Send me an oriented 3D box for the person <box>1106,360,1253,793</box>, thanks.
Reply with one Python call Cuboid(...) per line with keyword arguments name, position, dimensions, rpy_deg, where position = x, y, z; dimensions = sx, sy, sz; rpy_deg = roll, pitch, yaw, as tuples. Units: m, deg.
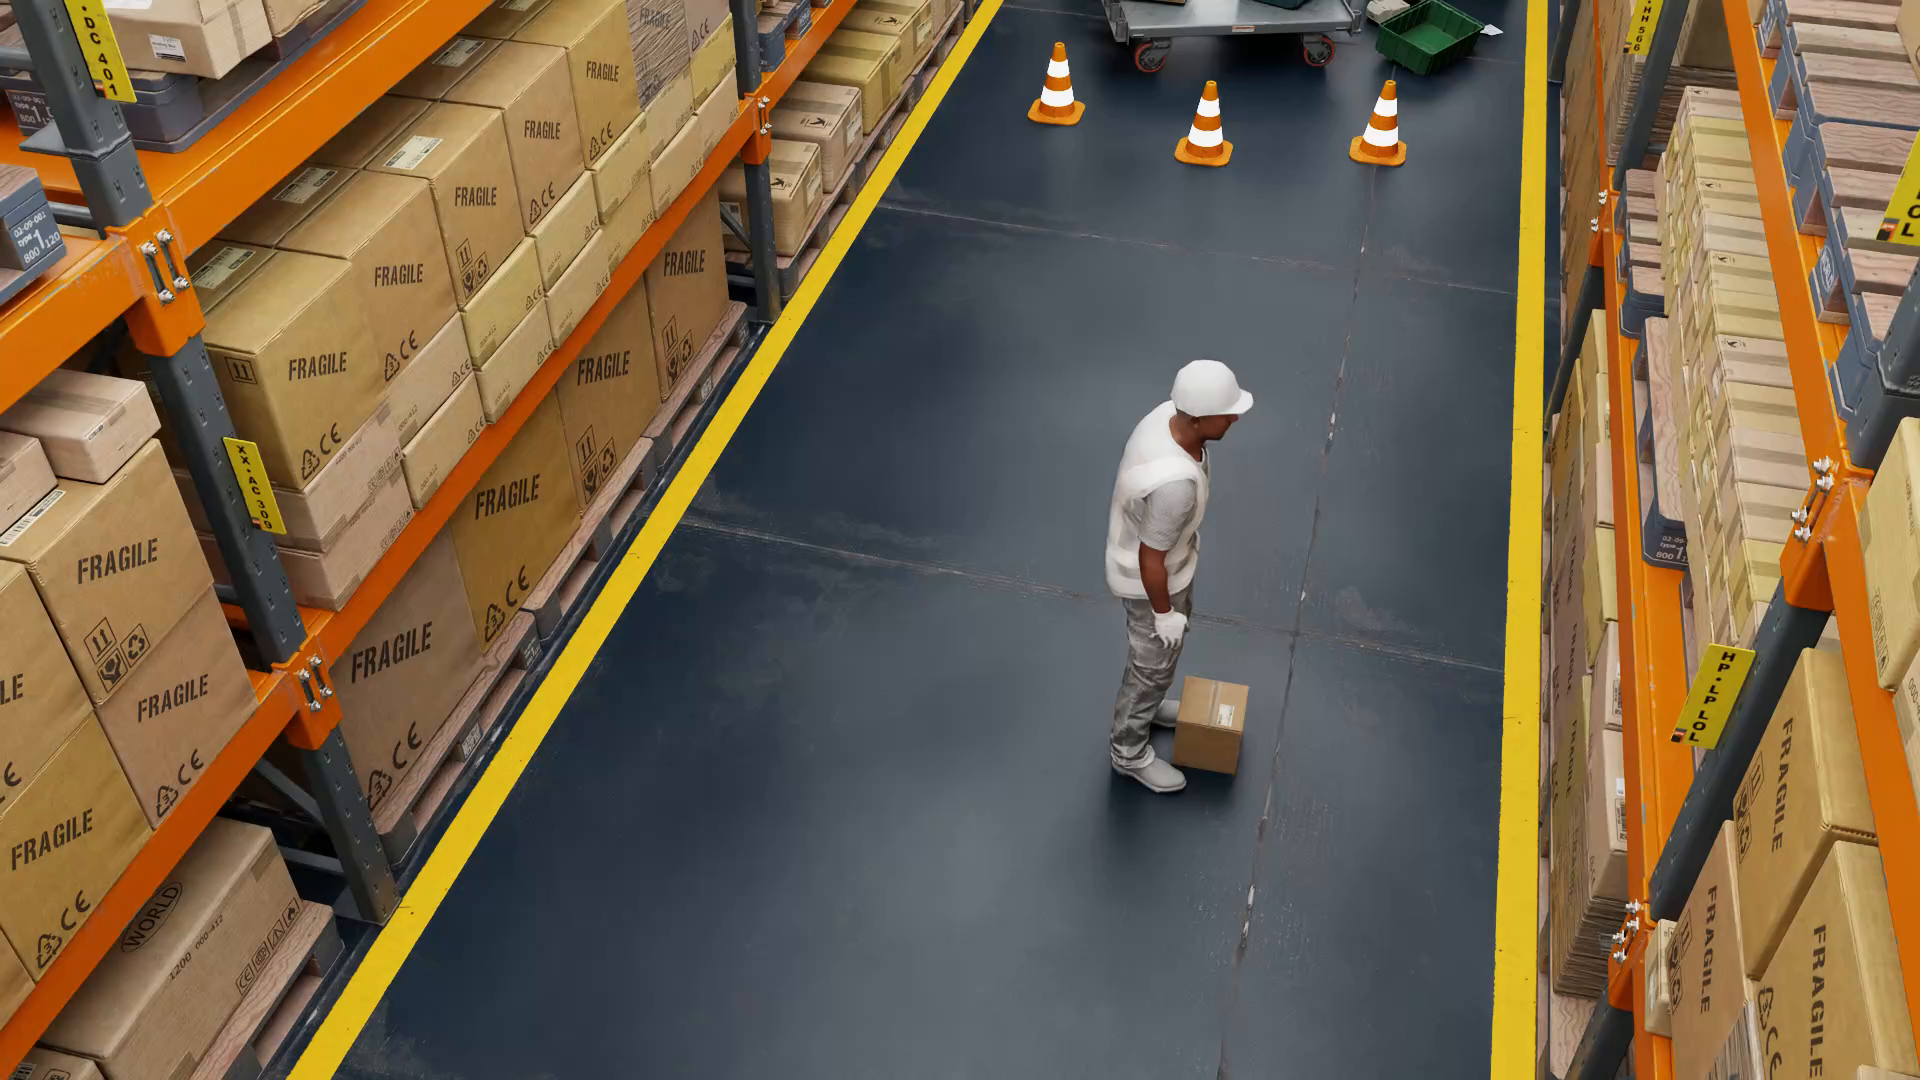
Cuboid(name="person", position=(0.751, 0.104, 6.026), dimensions=(0.443, 1.776, 0.631), rpy_deg=(8, 41, 9))
